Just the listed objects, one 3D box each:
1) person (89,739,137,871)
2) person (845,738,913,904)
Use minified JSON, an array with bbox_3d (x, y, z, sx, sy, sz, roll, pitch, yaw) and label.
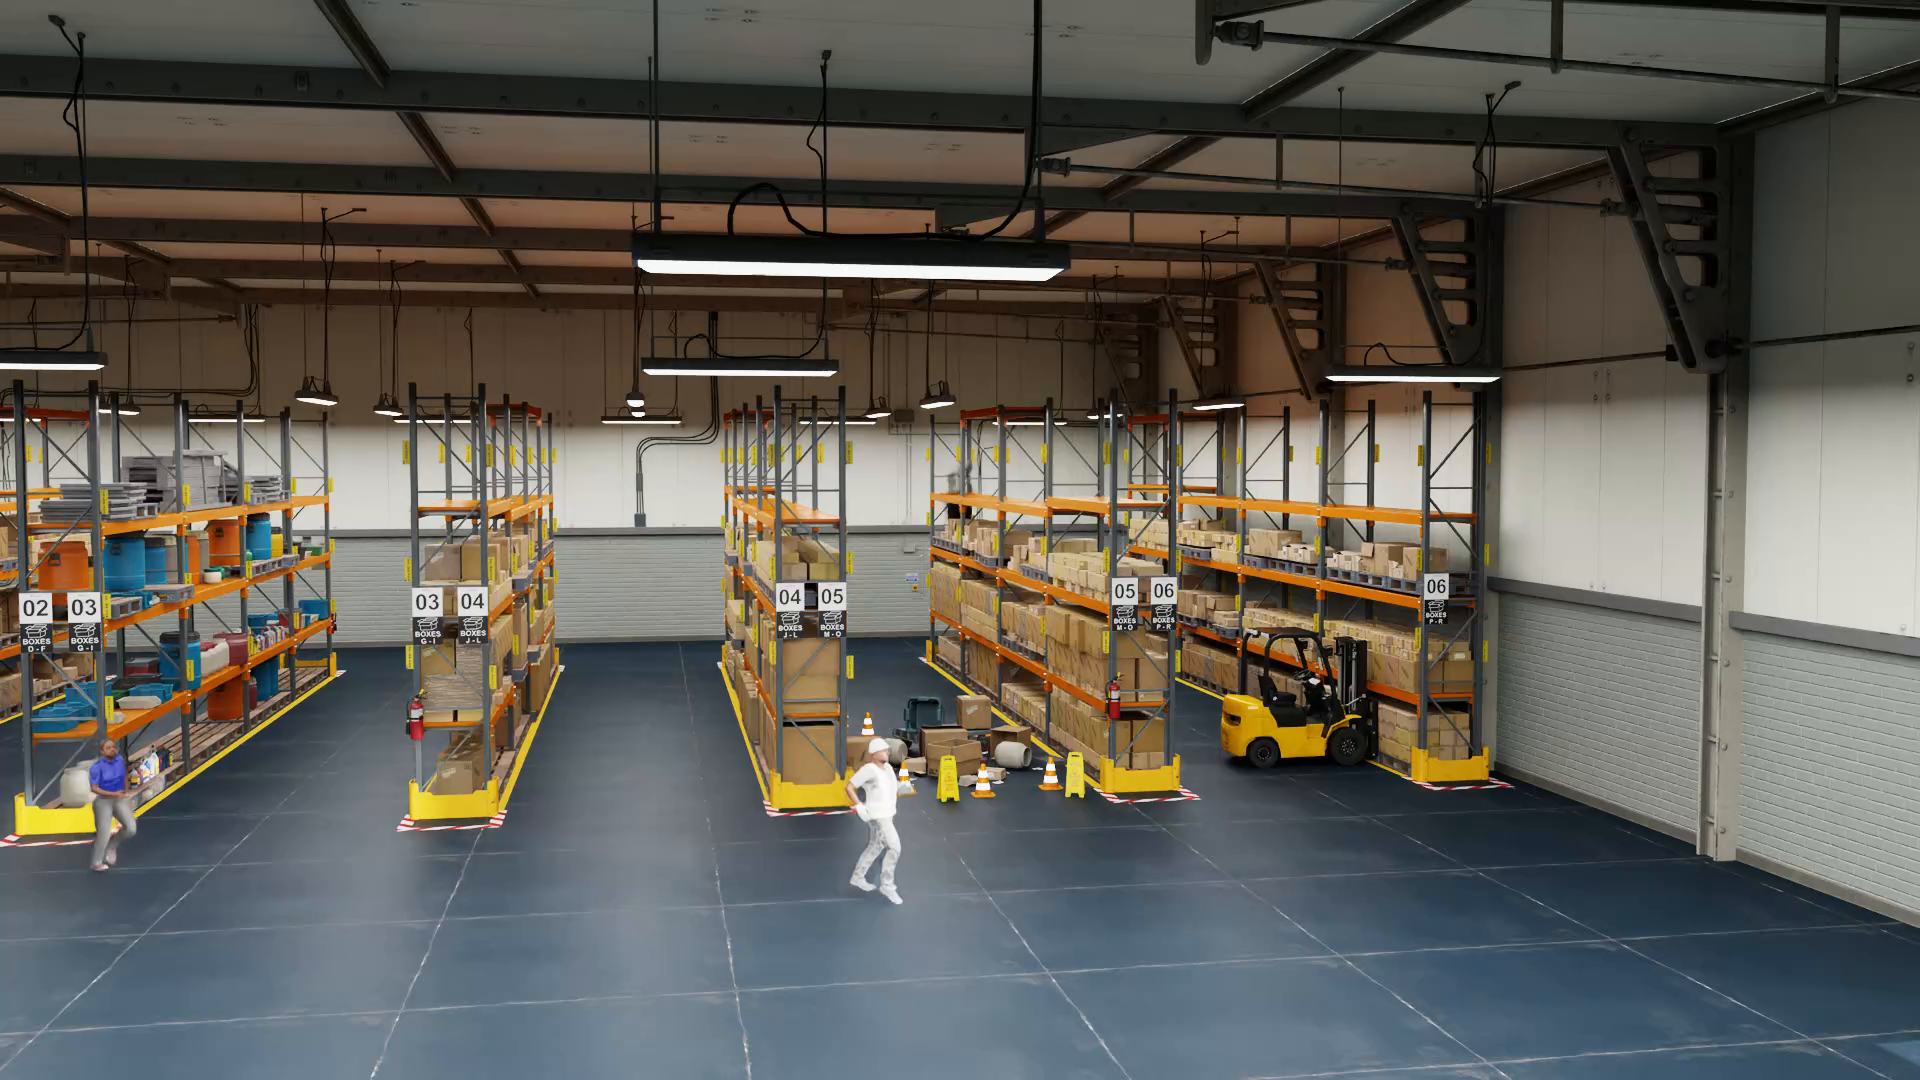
[{"bbox_3d":[-10.158,3.173,19.959,0.721,1.603,0.595,2,3,30],"label":"person"},{"bbox_3d":[-0.906,3.158,18.765,0.781,1.847,0.660,1,3,18],"label":"person"}]
